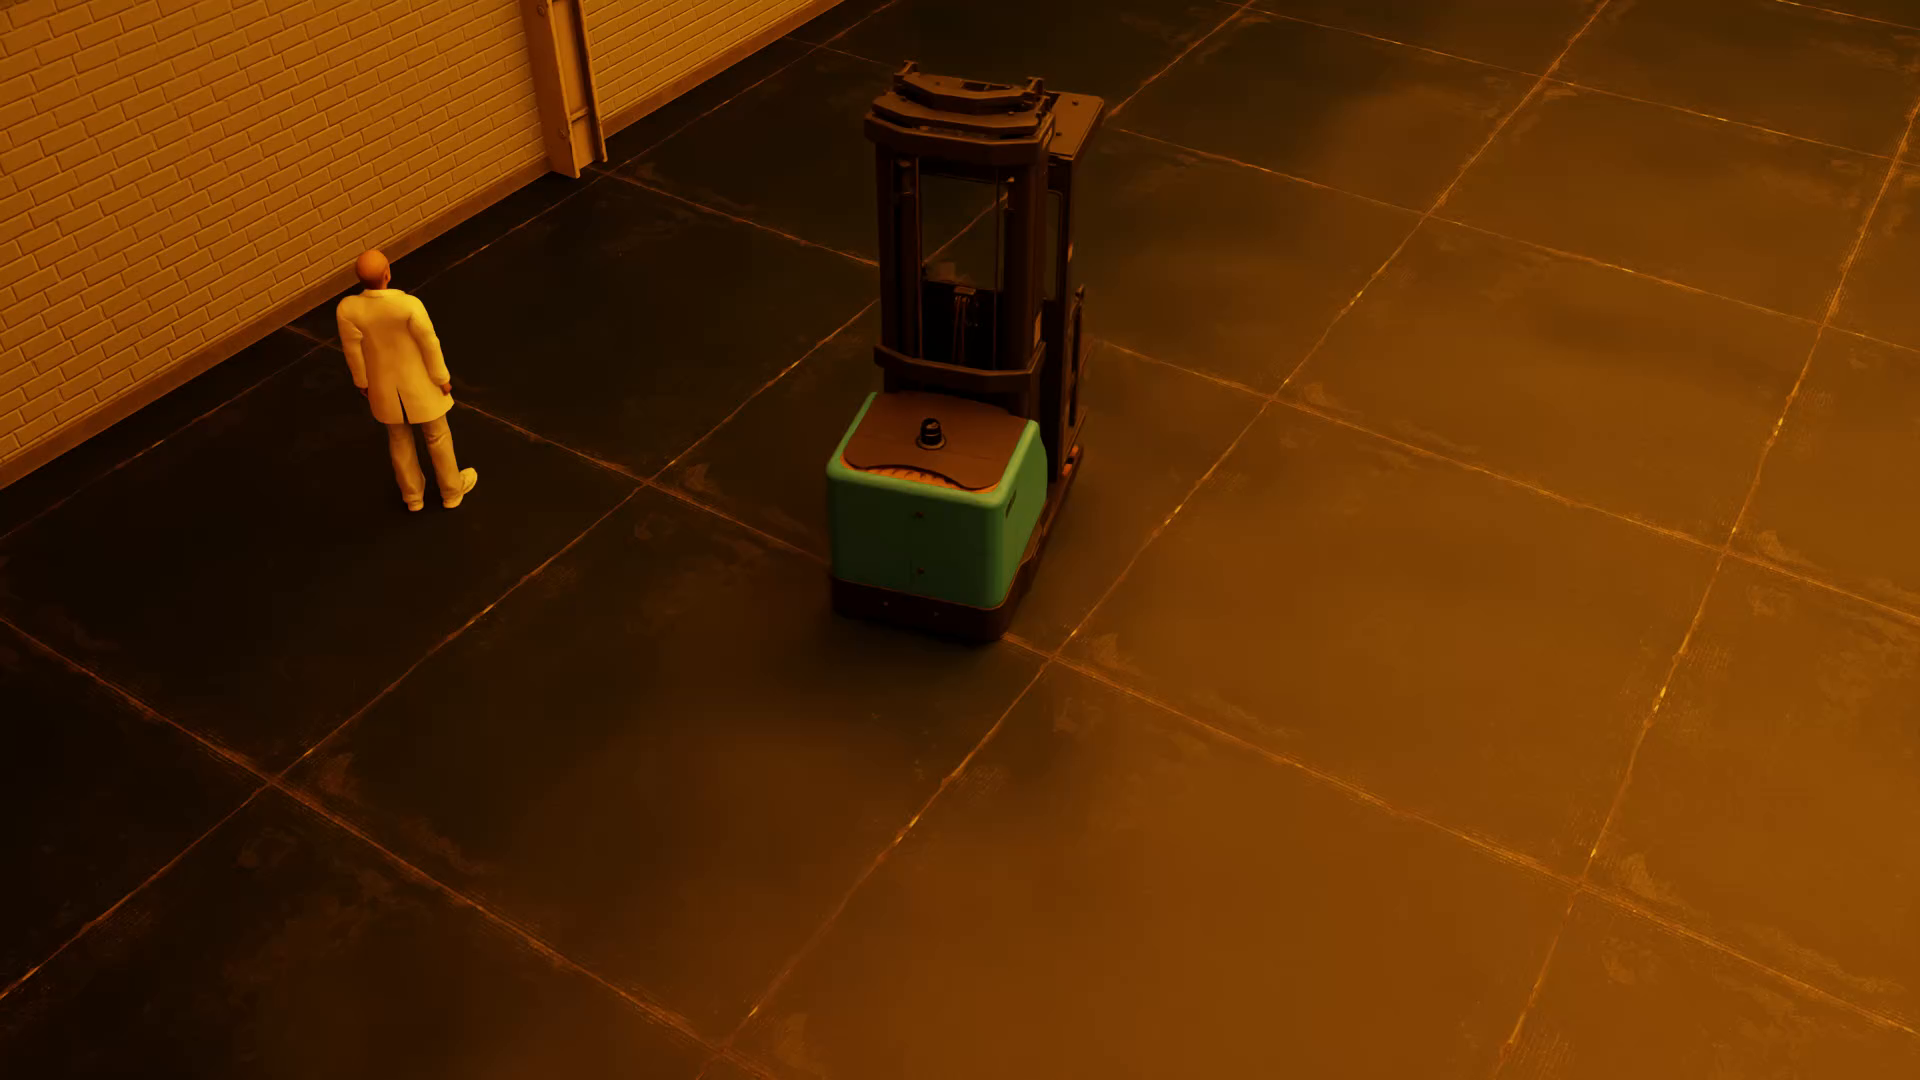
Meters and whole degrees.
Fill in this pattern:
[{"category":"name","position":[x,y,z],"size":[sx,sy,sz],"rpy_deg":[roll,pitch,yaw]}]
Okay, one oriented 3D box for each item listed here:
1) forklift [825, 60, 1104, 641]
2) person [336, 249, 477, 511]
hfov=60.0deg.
[{"category":"forklift","position":[0.164,-1.509,9.748],"size":[1.130,2.935,3.031],"rpy_deg":[11,42,13]},{"category":"person","position":[-3.342,-0.975,10.006],"size":[0.566,1.783,0.384],"rpy_deg":[-1,40,-2]}]
